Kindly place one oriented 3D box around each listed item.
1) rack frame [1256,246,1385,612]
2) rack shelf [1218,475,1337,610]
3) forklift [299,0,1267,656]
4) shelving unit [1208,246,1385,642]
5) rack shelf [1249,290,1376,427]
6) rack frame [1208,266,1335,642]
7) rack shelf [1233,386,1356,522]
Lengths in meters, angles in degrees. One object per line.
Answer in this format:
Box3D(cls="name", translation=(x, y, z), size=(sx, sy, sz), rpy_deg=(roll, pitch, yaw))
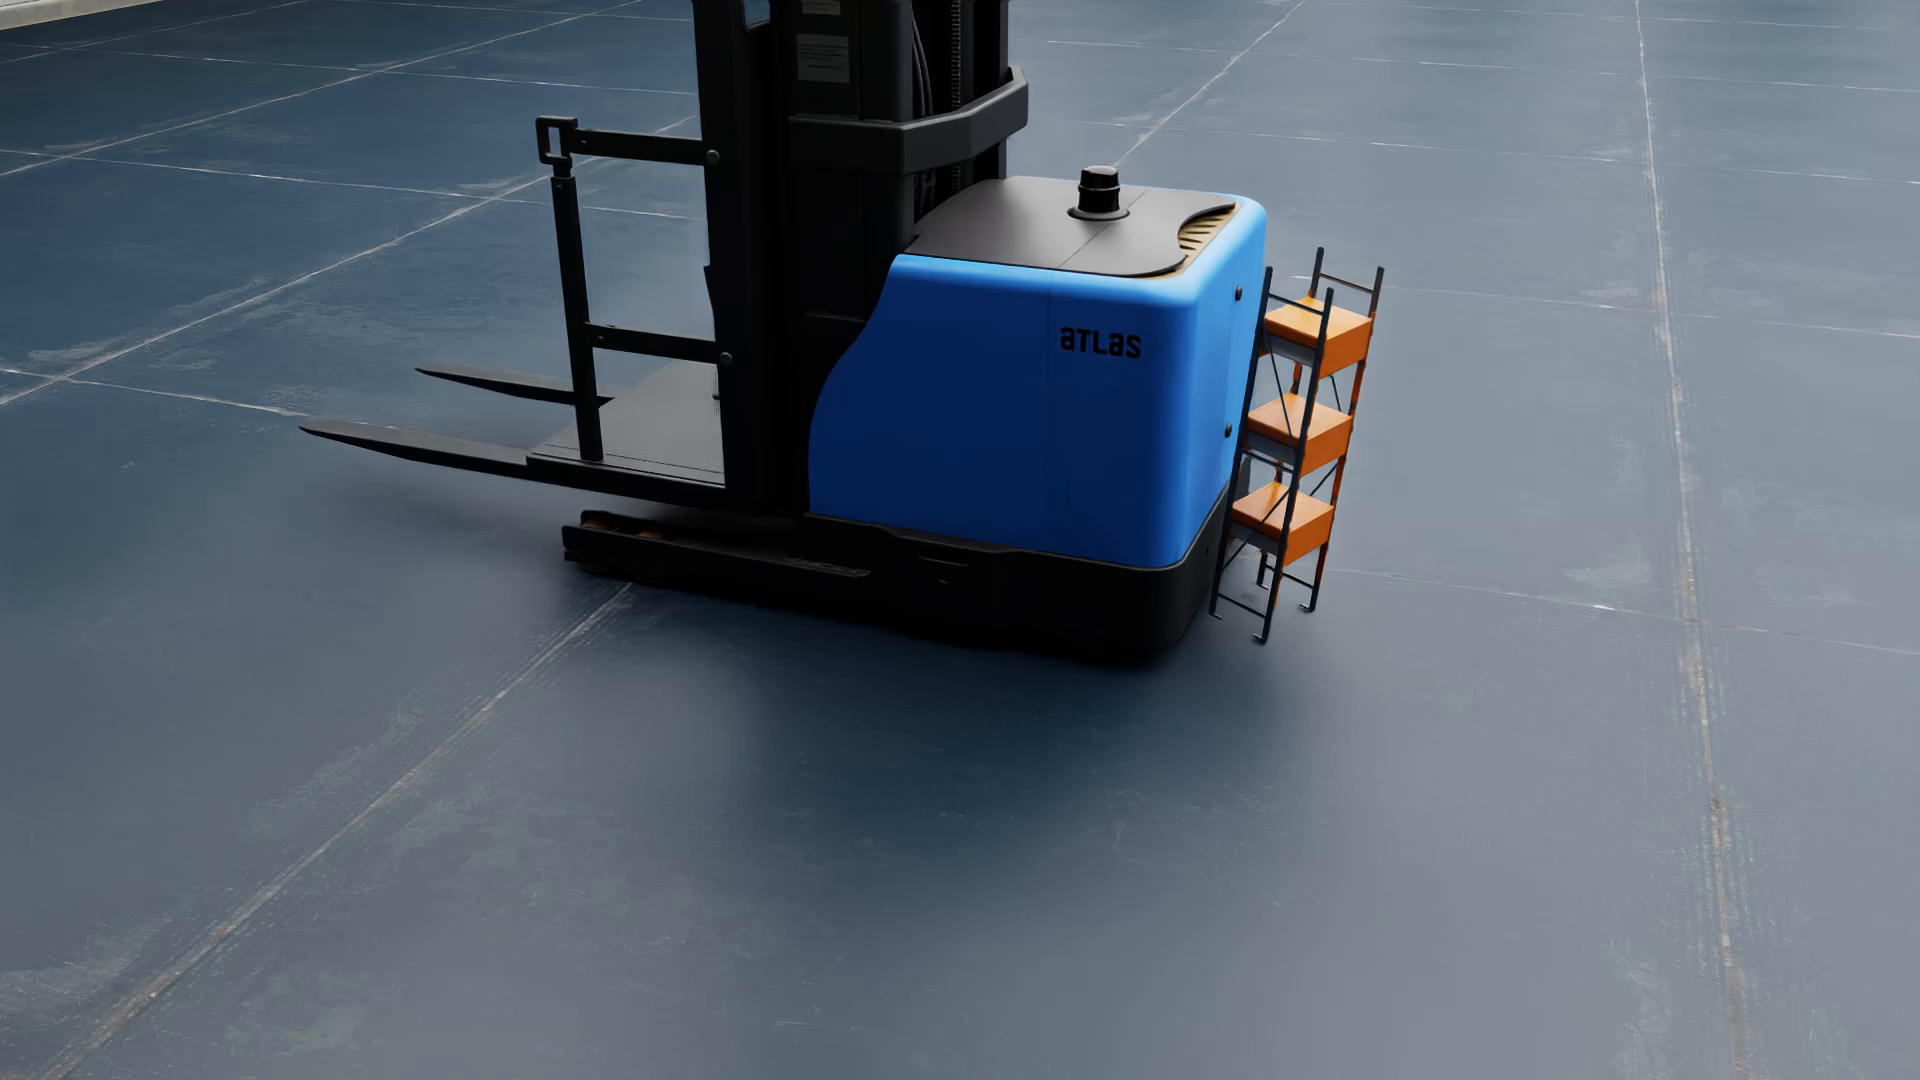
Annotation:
Box3D(cls="rack frame", translation=(0.989, -0.286, 4.615), size=(0.200, 1.050, 0.008), rpy_deg=(28, 37, 35))
Box3D(cls="rack shelf", translation=(0.886, 0.003, 4.677), size=(0.215, 0.259, 0.240), rpy_deg=(28, 37, 35))
Box3D(cls="forklift", translation=(-0.663, -1.394, 4.766), size=(3.031, 2.935, 1.130), rpy_deg=(9, 27, 19))
Box3D(cls="shelving unit", translation=(0.906, -0.247, 4.535), size=(0.215, 1.050, 0.252), rpy_deg=(28, 37, 35))
Box3D(cls="rack shelf", translation=(0.924, -0.484, 4.400), size=(0.215, 0.259, 0.240), rpy_deg=(28, 37, 35))
Box3D(cls="rack frame", translation=(0.823, -0.208, 4.454), size=(0.200, 1.050, 0.008), rpy_deg=(28, 37, 35))
Box3D(cls="rack shelf", translation=(0.905, -0.238, 4.540), size=(0.215, 0.259, 0.240), rpy_deg=(28, 37, 35))
